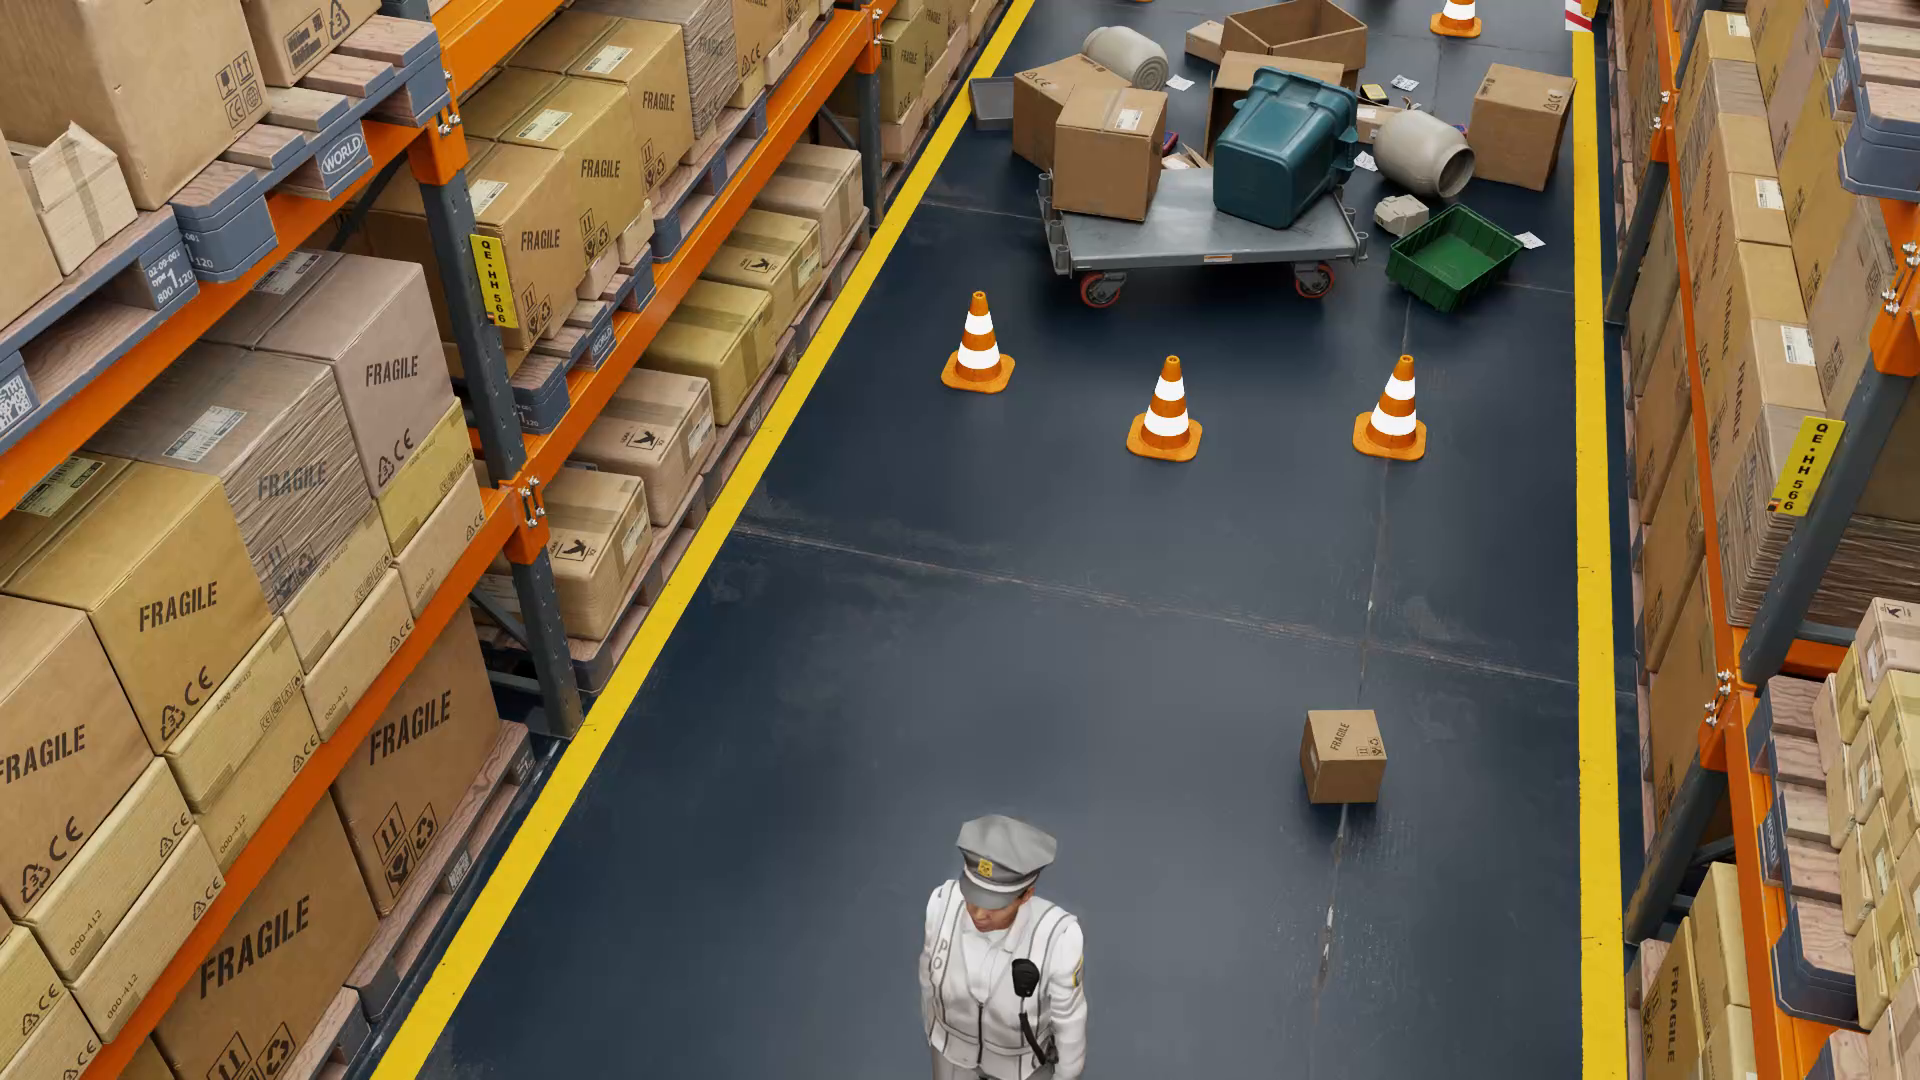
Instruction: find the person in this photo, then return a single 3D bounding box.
[{"bbox_3d":[0.115,1.345,4.566,0.493,1.677,0.595,13,43,15],"label":"person"}]
